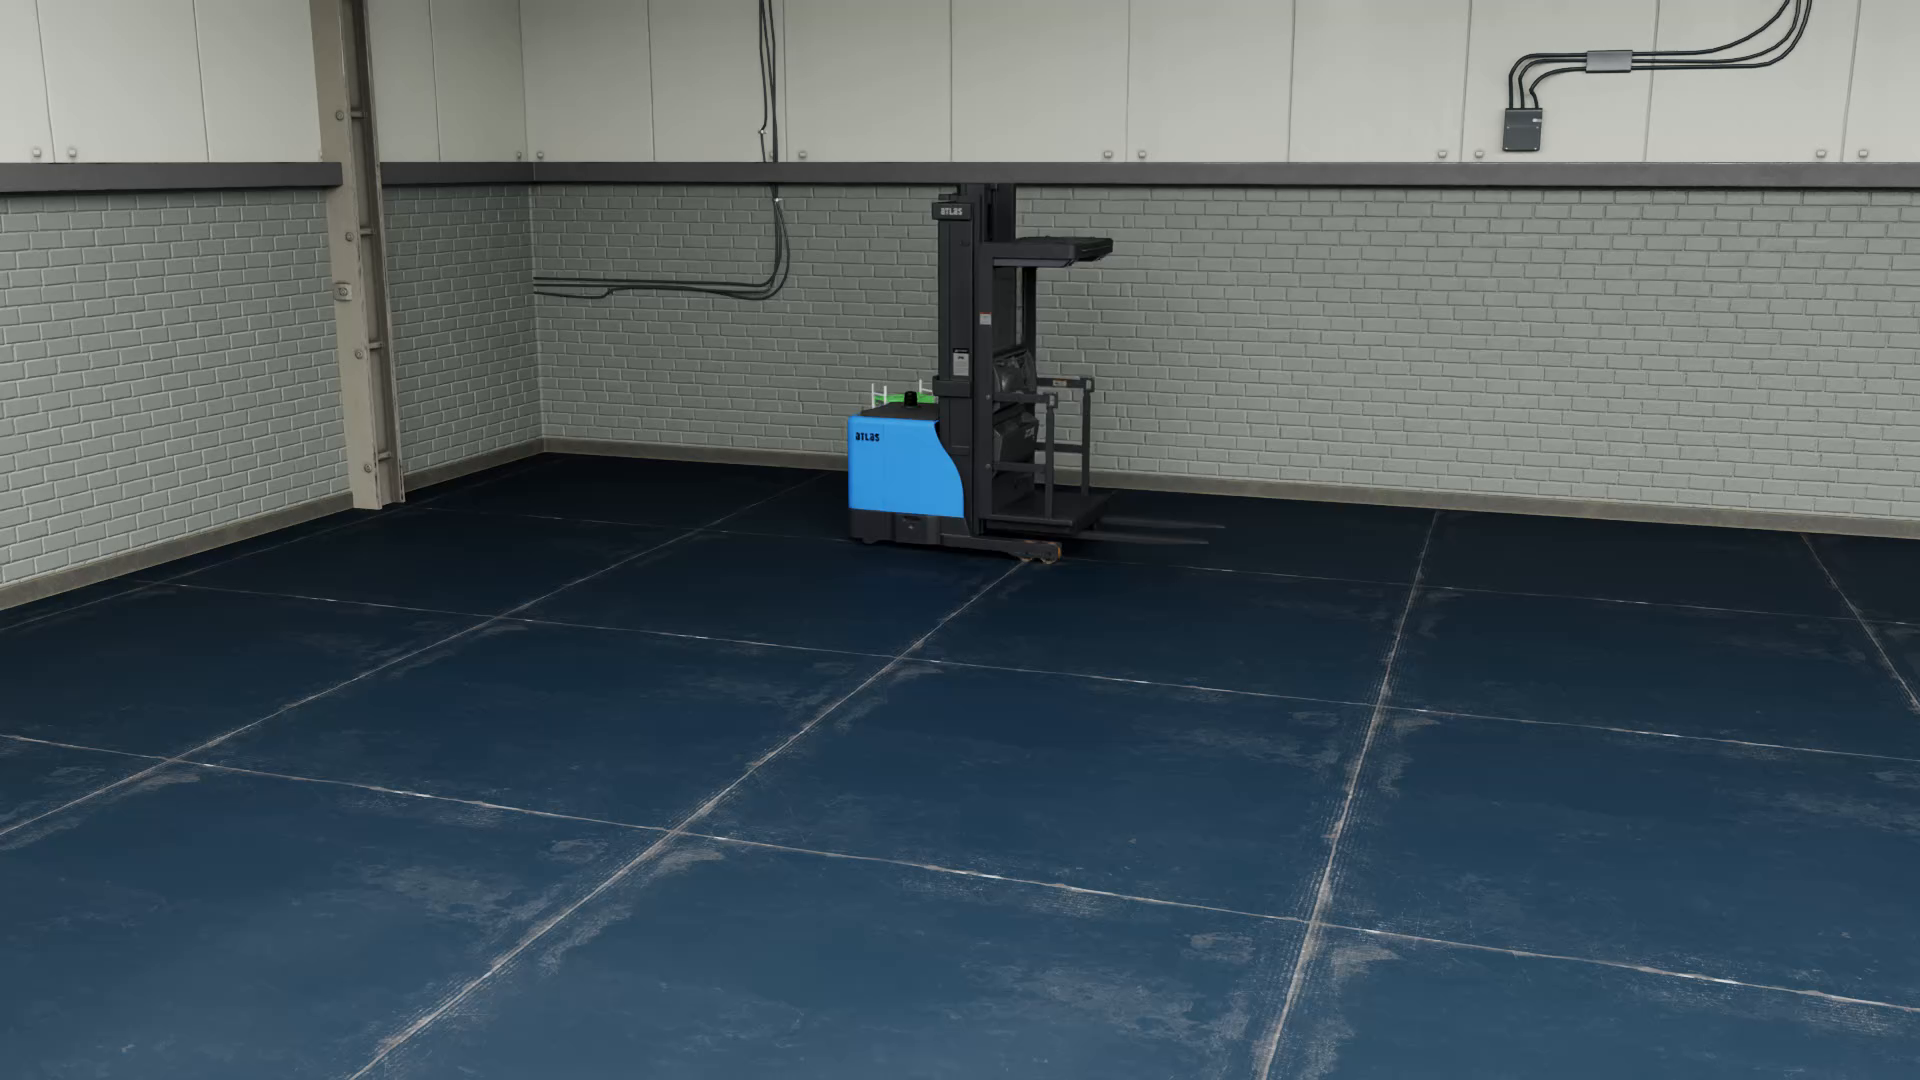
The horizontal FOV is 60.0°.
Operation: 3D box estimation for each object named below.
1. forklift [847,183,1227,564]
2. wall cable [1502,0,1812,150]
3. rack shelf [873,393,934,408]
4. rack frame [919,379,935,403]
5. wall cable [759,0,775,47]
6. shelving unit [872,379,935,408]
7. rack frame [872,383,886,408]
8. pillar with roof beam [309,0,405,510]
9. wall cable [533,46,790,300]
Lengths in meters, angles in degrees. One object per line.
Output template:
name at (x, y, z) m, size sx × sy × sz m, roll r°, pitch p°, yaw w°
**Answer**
forklift at (0.631, -1.375, 13.427) m, size 3.031 × 2.935 × 1.130 m, roll 5°, pitch 14°, yaw 20°
wall cable at (5.783, -6.215, 13.350) m, size 2.305 × 6.003 × 0.169 m, roll 4°, pitch 14°, yaw 18°
rack shelf at (-0.502, -1.208, 14.714) m, size 0.480 × 0.148 × 0.258 m, roll -8°, pitch 15°, yaw -31°
rack frame at (-0.295, -0.831, 14.932) m, size 0.015 × 1.200 × 0.240 m, roll -8°, pitch 15°, yaw -31°
wall cable at (-0.635, -5.997, 15.668) m, size 3.097 × 2.526 × 0.112 m, roll 4°, pitch 14°, yaw 18°
shelving unit at (-0.502, -0.802, 14.806) m, size 0.503 × 1.200 × 0.258 m, roll -8°, pitch 15°, yaw -31°
rack frame at (-0.709, -0.774, 14.680) m, size 0.015 × 1.200 × 0.240 m, roll -8°, pitch 15°, yaw -31°
pillar with roof beam at (-1.326, -4.408, 13.080) m, size 9.100 × 9.000 × 0.400 m, roll 4°, pitch 14°, yaw 18°
wall cable at (-3.195, -3.730, 17.084) m, size 3.097 × 2.526 × 0.112 m, roll 4°, pitch 14°, yaw 18°
